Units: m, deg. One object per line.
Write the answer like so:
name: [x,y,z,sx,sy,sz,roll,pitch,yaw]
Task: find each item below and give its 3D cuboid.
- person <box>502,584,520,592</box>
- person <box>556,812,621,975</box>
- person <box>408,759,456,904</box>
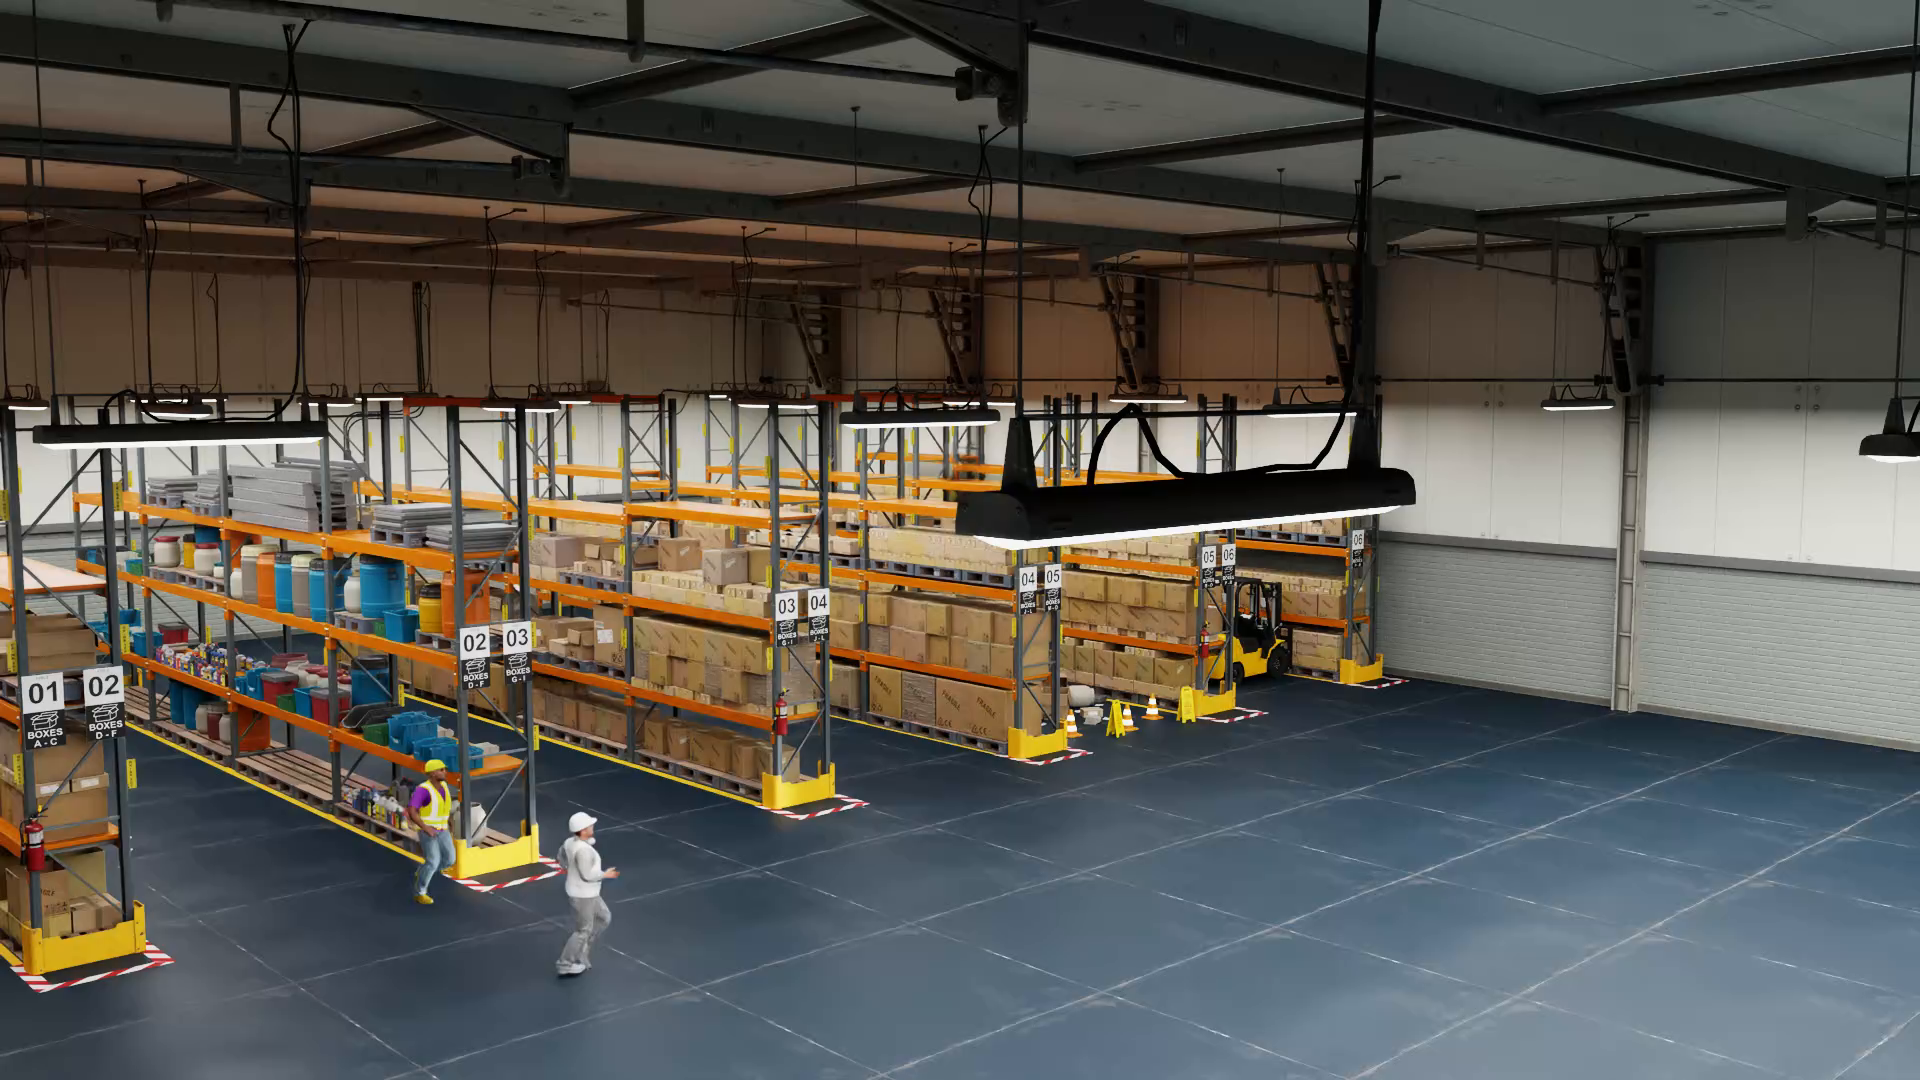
person: [-10.797,1.630,39.988,0.703,1.728,0.574,3,6,32]
person: [-3.965,3.750,17.682,0.689,1.766,0.633,-2,6,-21]
person: [-6.411,3.527,20.292,0.531,1.700,0.757,2,6,21]
